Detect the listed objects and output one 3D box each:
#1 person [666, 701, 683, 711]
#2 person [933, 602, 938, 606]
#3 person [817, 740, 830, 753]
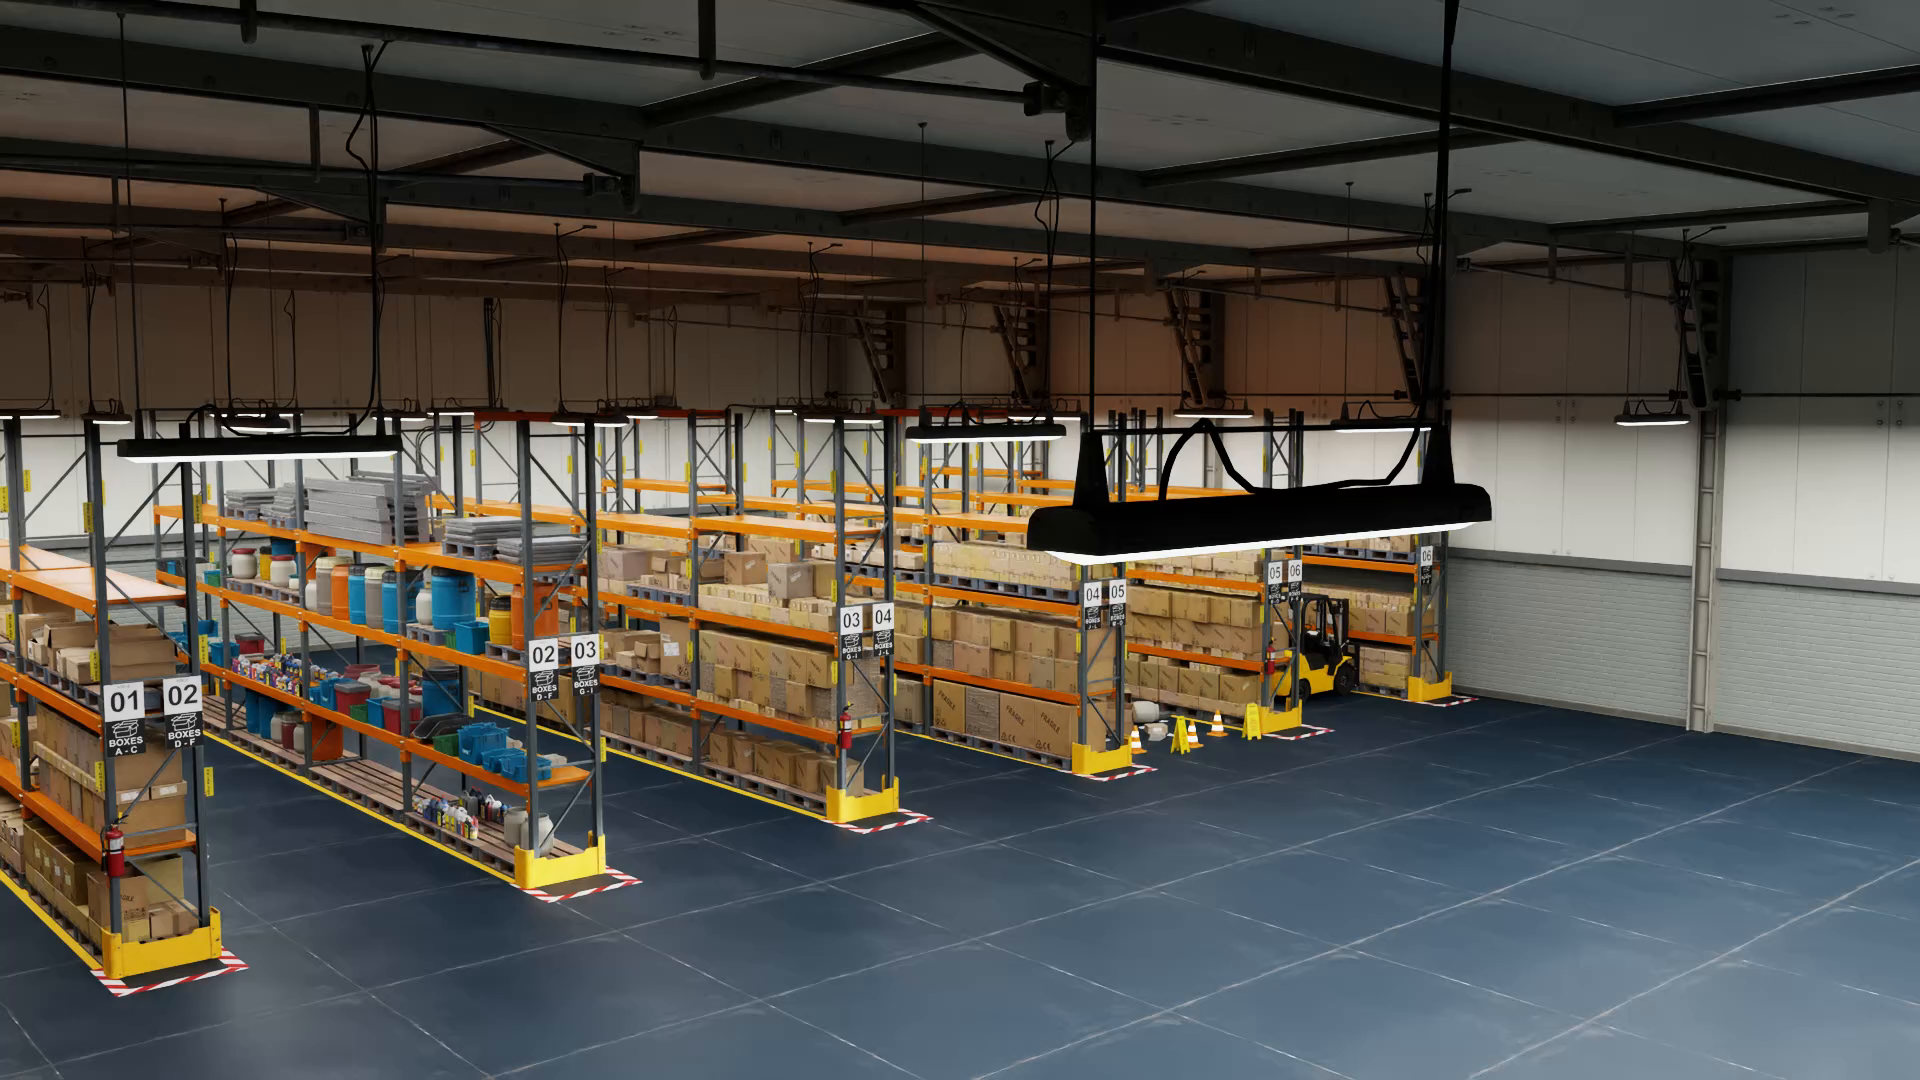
[{"bbox_3d":[-5.451,2.676,32.116,0.915,1.630,0.508,3,6,34],"label":"person"},{"bbox_3d":[-0.566,2.238,36.528,0.489,1.759,0.611,4,7,40],"label":"person"},{"bbox_3d":[-2.429,2.896,29.559,0.636,1.713,0.619,-4,7,-41],"label":"person"}]
